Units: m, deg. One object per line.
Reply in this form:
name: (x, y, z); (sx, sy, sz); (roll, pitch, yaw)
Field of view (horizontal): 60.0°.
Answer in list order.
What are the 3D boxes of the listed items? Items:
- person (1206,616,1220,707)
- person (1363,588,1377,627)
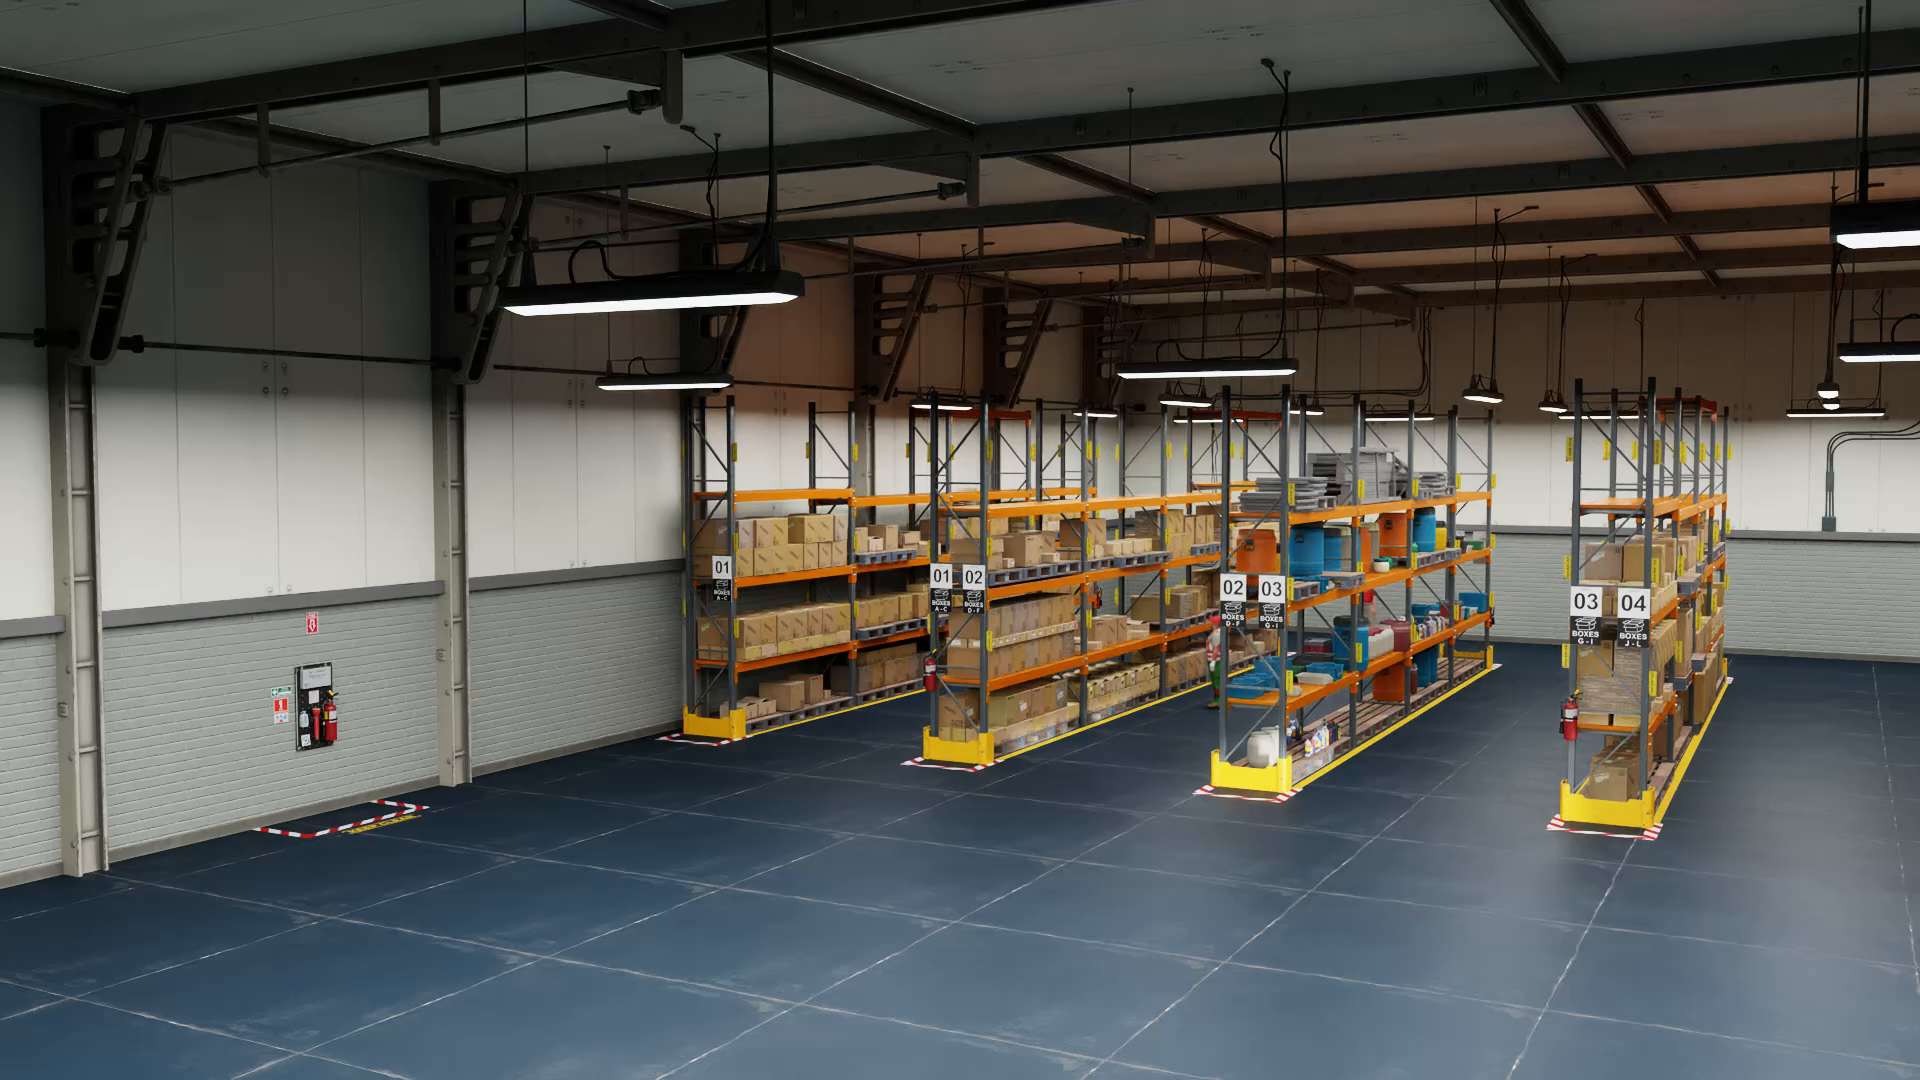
person: (5.005, 2.379, 32.687); (0.358, 1.796, 0.608); (0, 3, -2)
person: (10.815, 1.808, 44.237); (0.555, 1.739, 0.446); (2, 3, 29)
